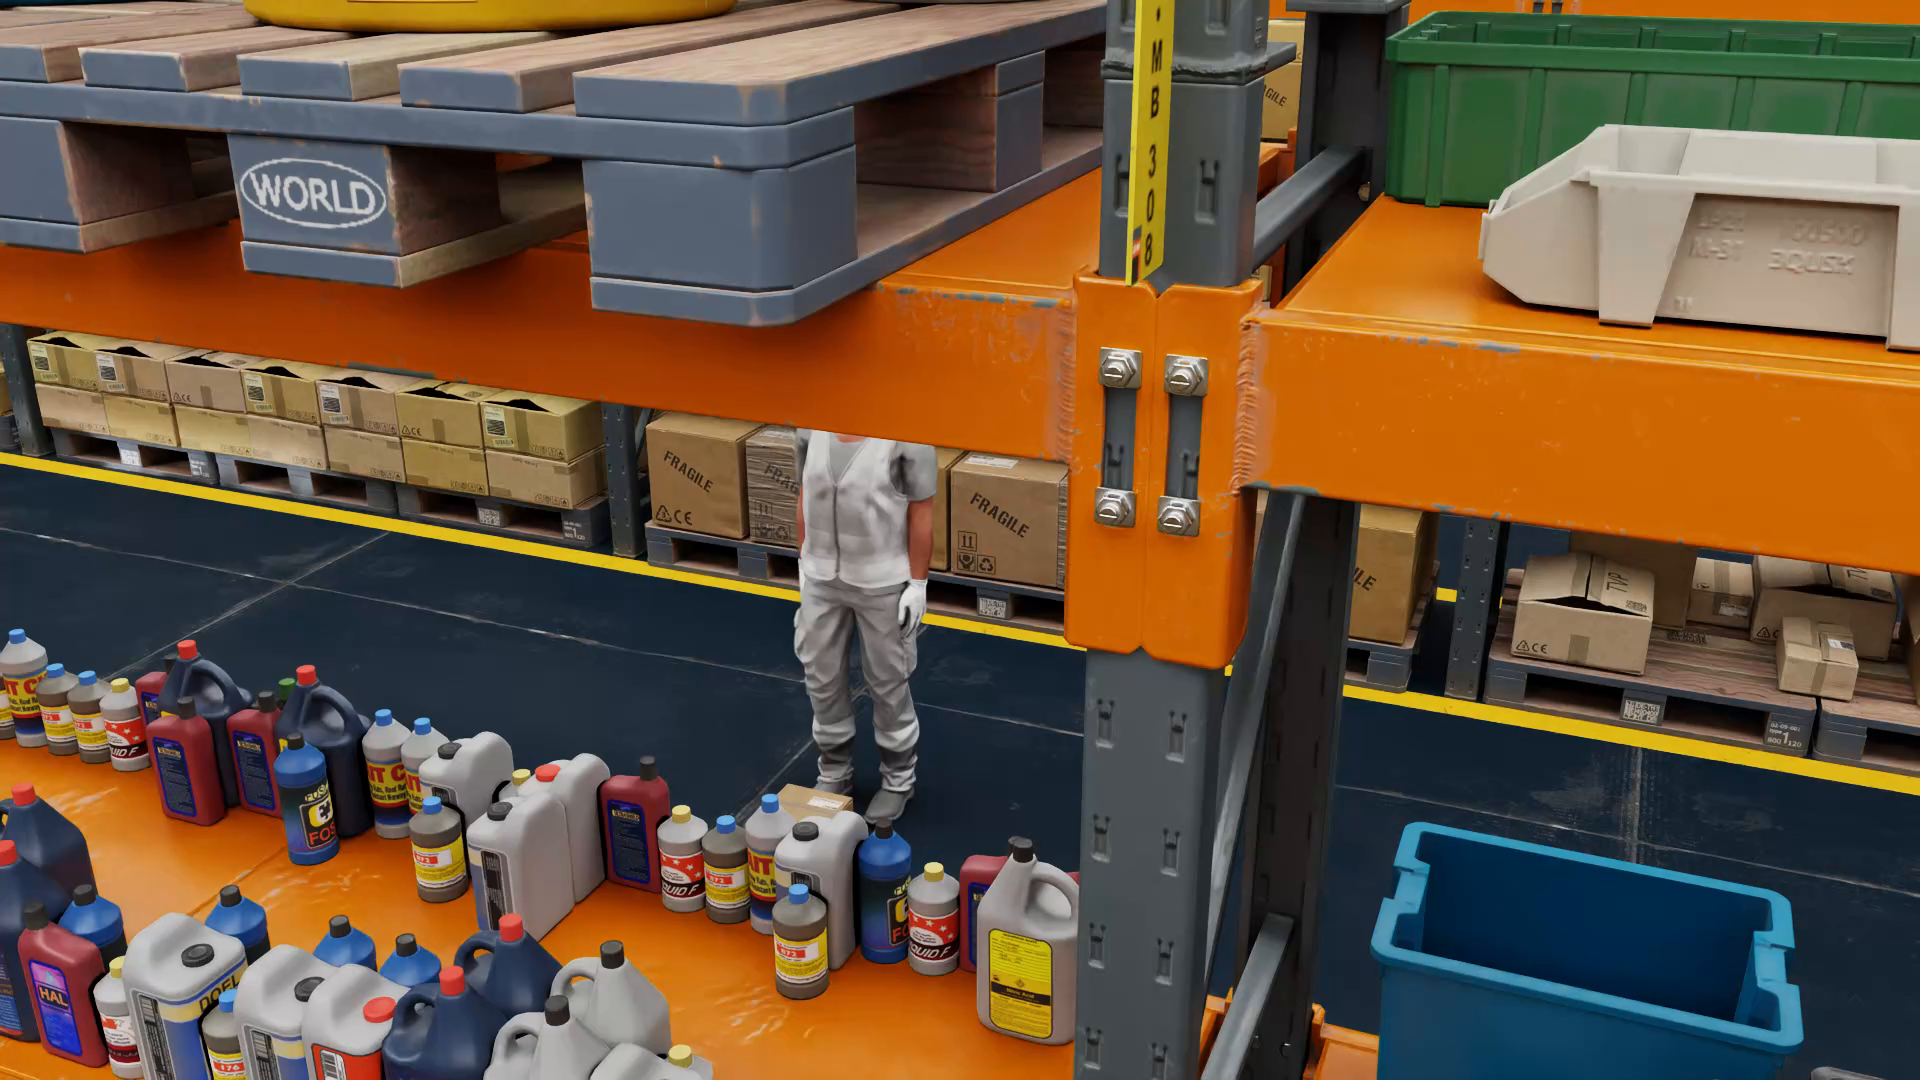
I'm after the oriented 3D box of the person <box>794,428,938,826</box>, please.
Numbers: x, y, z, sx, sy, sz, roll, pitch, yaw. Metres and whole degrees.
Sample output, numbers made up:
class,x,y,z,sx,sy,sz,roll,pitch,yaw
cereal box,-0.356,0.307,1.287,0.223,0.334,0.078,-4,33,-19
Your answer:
class,x,y,z,sx,sy,sz,roll,pitch,yaw
person,-0.347,0.147,5.706,0.522,1.790,0.378,9,24,21
